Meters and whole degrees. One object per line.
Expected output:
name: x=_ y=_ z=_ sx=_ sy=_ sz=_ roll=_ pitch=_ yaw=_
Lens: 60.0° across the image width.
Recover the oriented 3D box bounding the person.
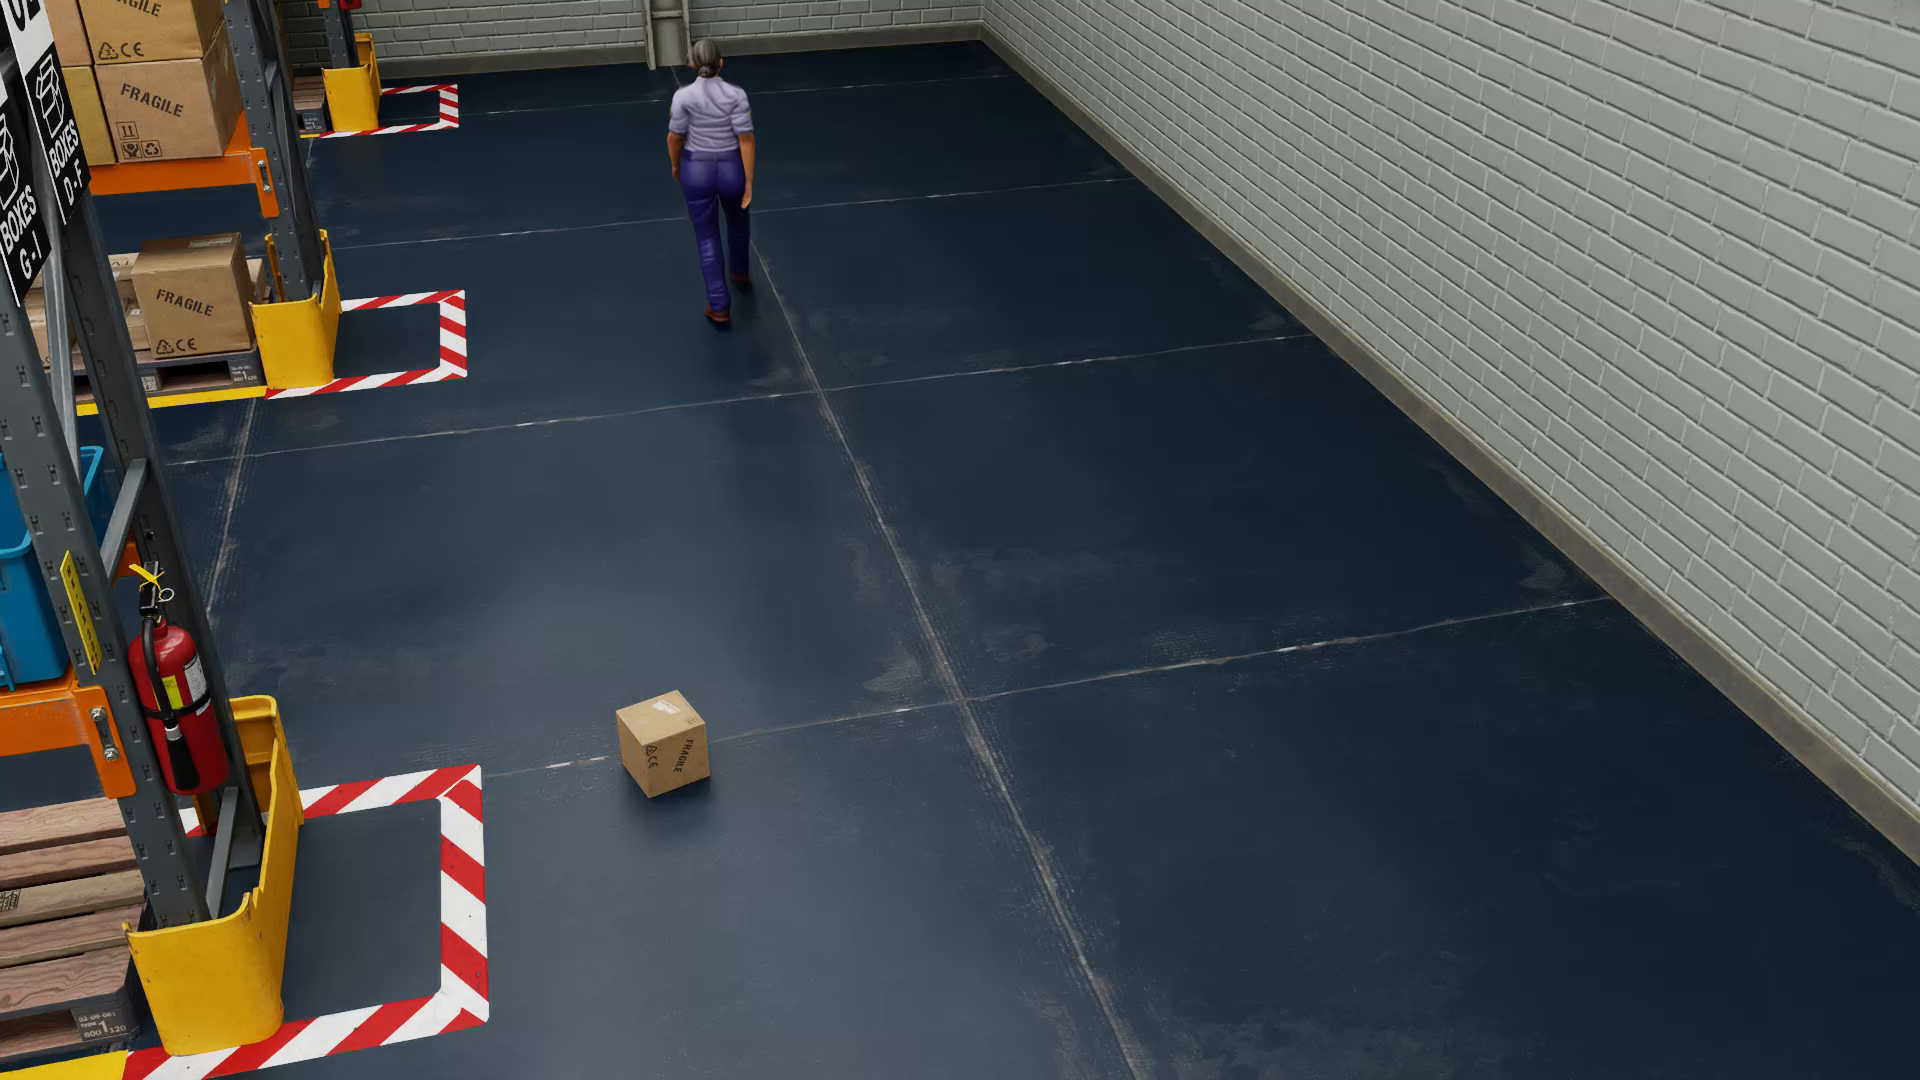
person: x=-1.470 y=-2.182 z=9.839 sx=0.492 sy=1.599 sz=0.946 roll=-7 pitch=31 yaw=-12
